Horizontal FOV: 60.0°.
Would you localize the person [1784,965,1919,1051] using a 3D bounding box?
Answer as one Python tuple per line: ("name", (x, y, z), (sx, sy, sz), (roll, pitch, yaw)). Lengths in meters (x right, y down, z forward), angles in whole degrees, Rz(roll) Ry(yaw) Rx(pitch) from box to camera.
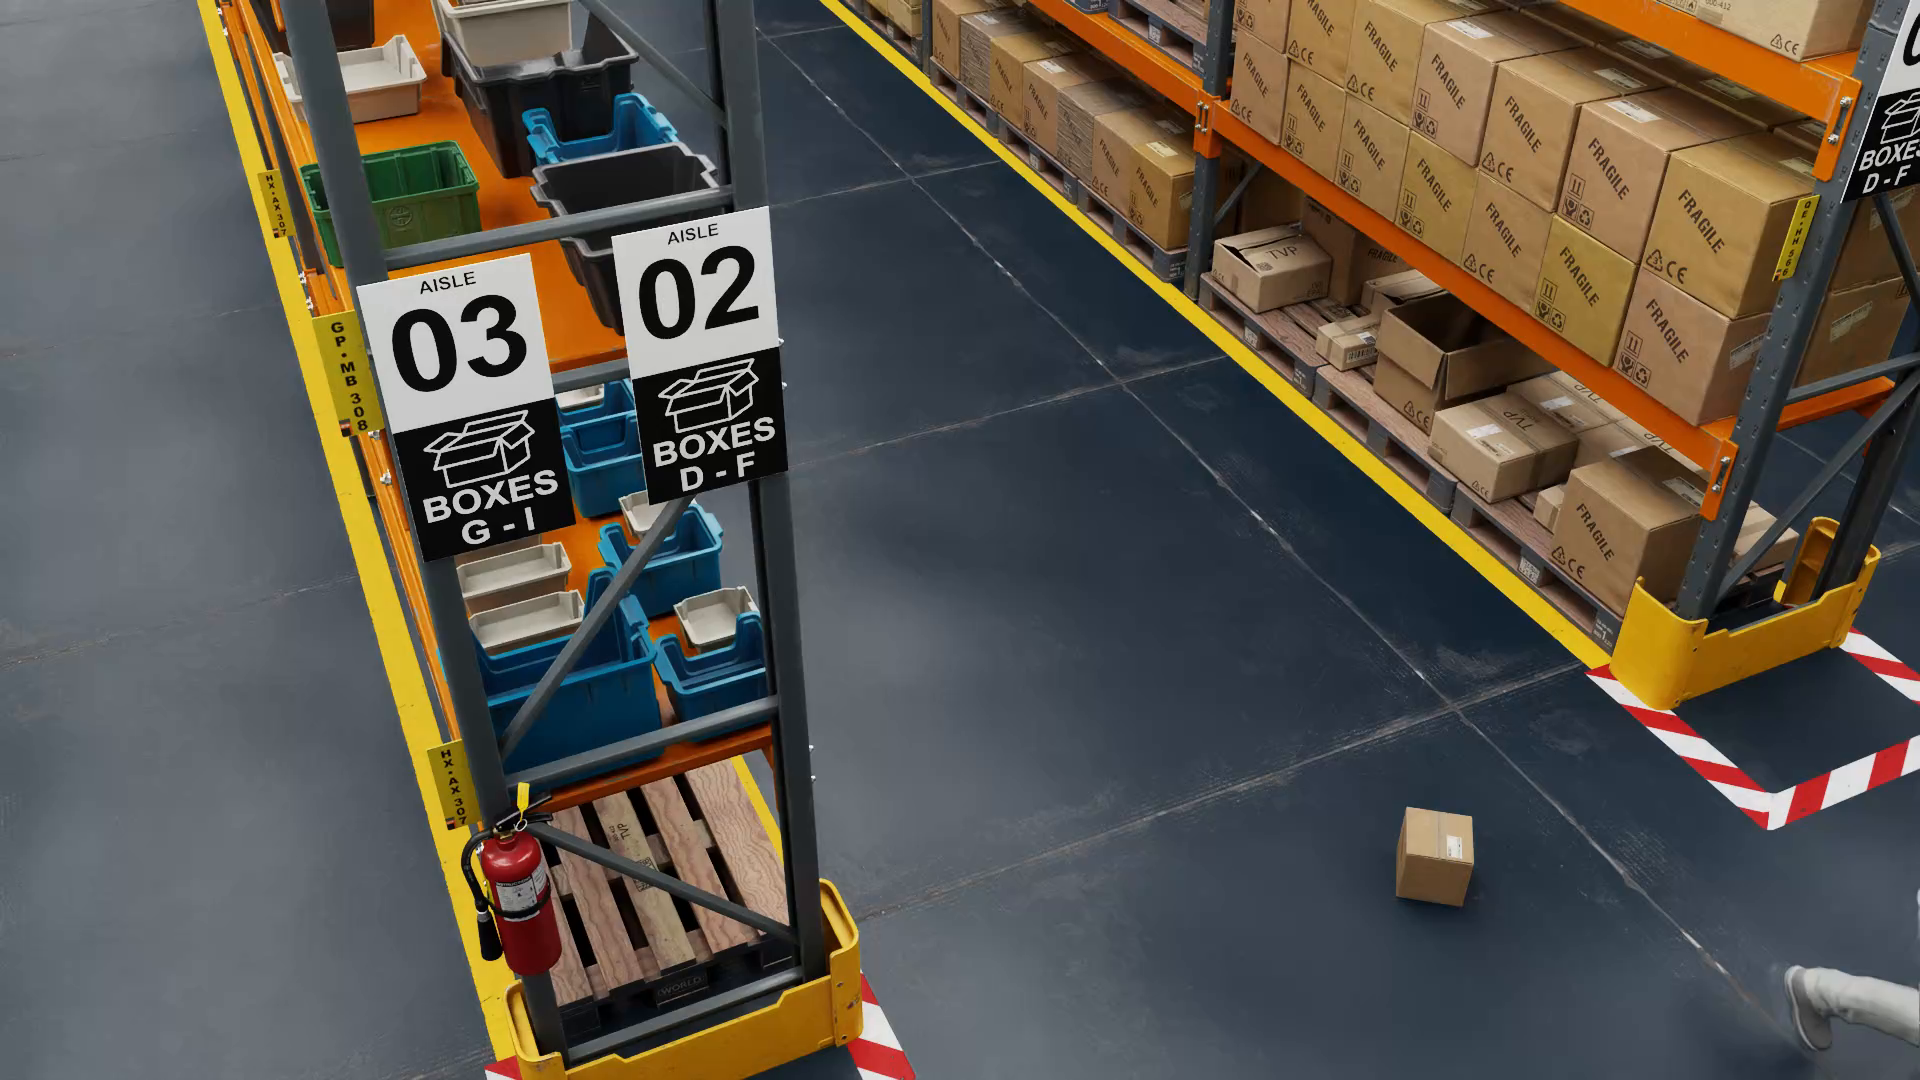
("person", (3.246, 1.158, 5.278), (0.525, 1.741, 0.801), (-30, 46, -34))
